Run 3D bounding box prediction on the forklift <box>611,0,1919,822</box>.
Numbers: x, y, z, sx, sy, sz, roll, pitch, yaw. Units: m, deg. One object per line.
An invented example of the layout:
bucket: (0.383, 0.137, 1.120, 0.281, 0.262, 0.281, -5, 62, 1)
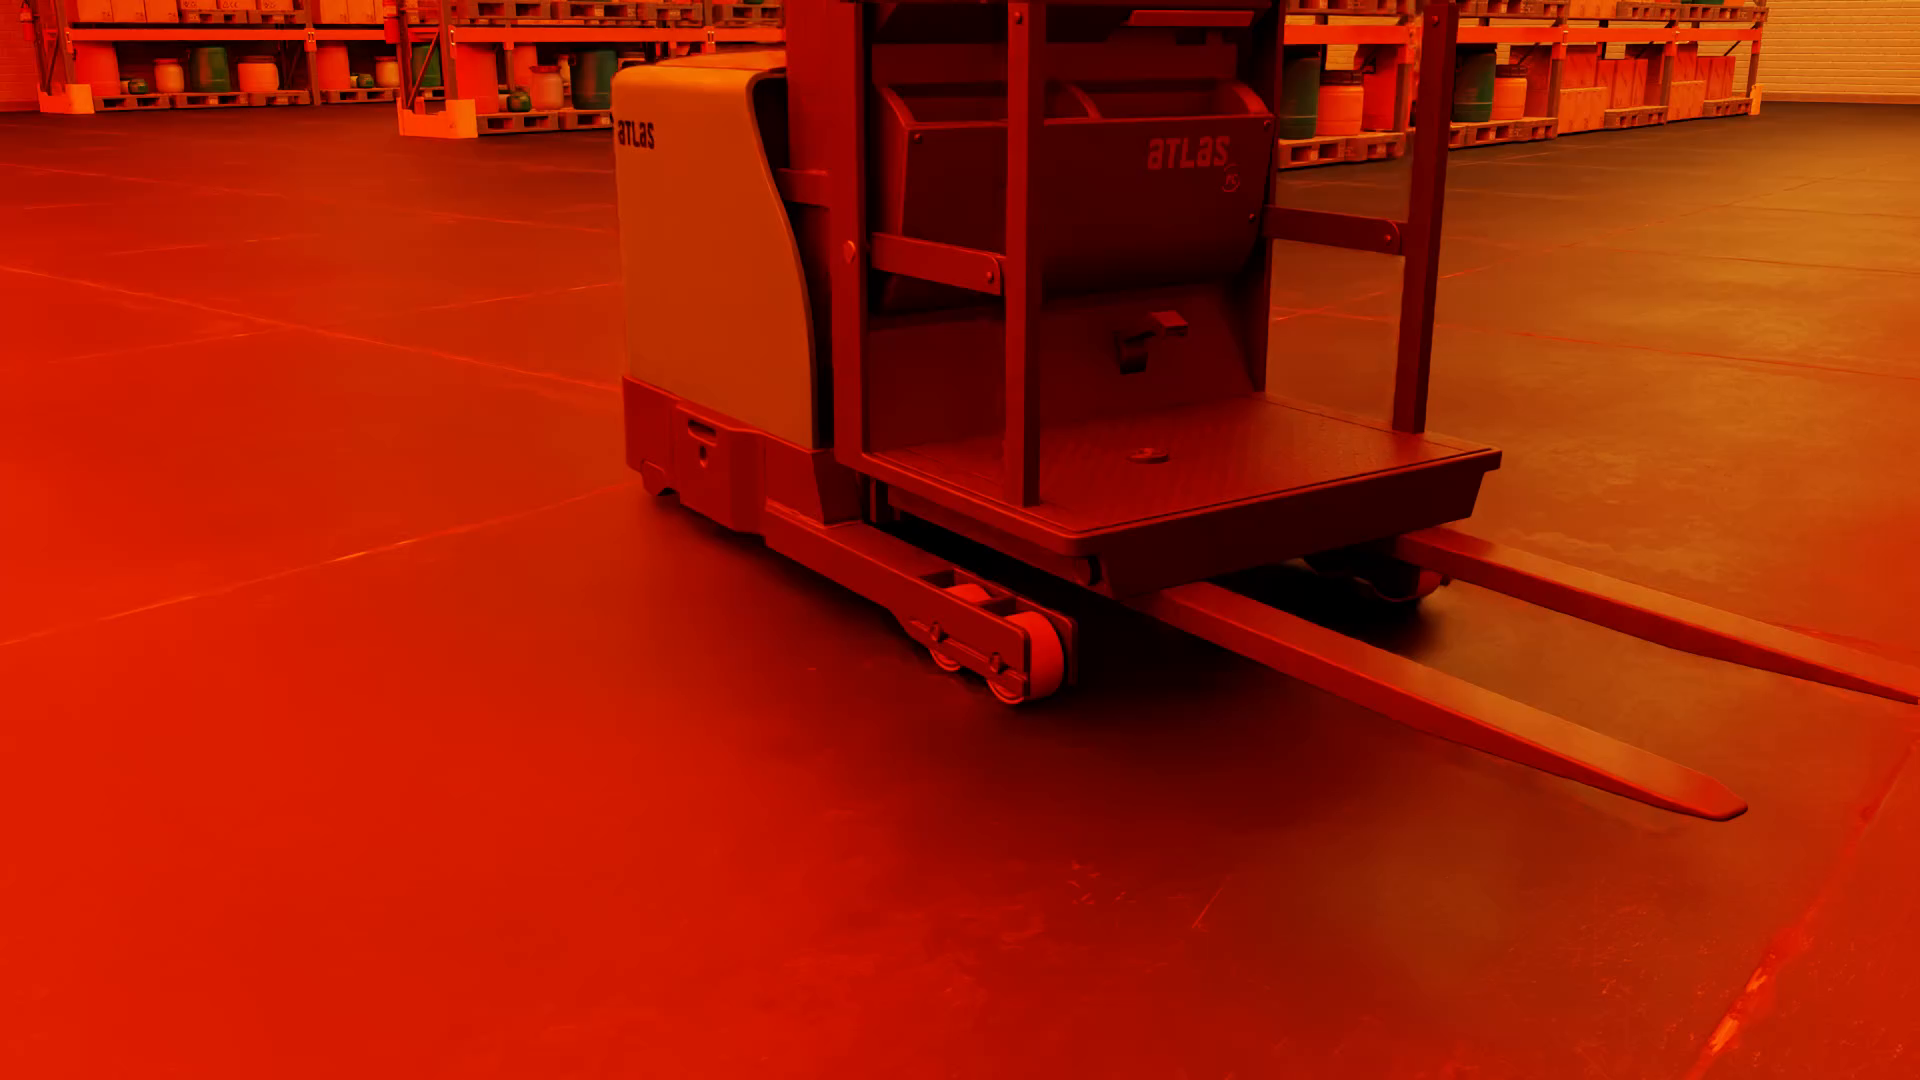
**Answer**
forklift: (0.368, -1.265, 3.064, 1.130, 2.935, 3.031, -11, 20, -32)
